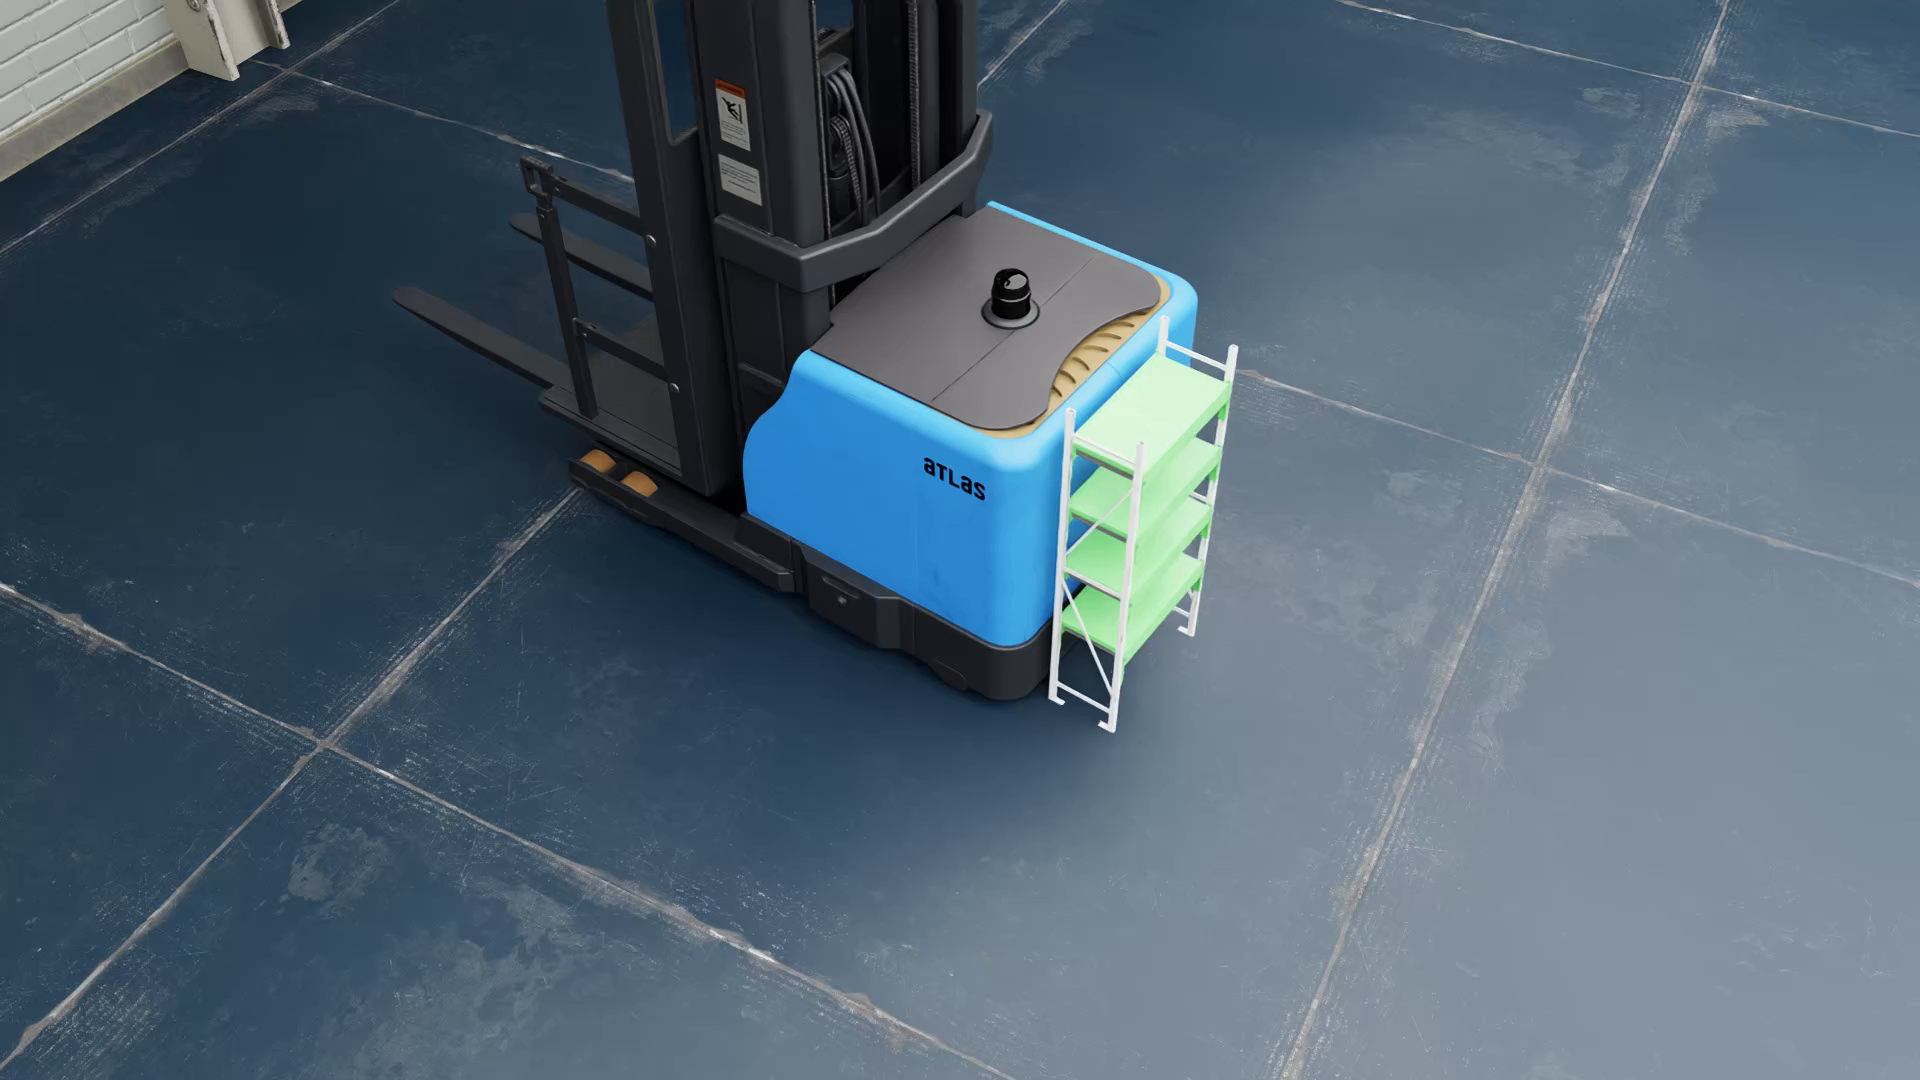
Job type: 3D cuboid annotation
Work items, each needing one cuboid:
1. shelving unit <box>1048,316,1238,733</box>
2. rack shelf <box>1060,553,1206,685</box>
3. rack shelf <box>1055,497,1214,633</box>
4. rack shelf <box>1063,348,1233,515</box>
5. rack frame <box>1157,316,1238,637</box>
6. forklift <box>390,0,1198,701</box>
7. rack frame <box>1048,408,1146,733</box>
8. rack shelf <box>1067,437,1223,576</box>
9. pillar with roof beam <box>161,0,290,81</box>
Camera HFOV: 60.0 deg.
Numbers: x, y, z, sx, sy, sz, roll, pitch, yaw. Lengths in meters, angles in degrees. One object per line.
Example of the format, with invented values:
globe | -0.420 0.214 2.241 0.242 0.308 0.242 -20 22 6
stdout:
shelving unit | 0.524 -0.016 4.923 0.258 1.200 0.503 27 51 24
rack shelf | 0.524 0.197 5.139 0.258 0.148 0.480 27 51 24
rack shelf | 0.524 0.028 4.968 0.258 0.148 0.480 27 51 24
rack shelf | 0.524 -0.309 4.626 0.258 0.148 0.480 27 51 24
rack frame | 0.666 -0.158 5.062 0.240 1.200 0.015 27 51 24
forklift | -0.760 -1.382 5.055 3.031 2.935 1.130 27 51 24
rack frame | 0.382 0.125 4.783 0.240 1.200 0.015 27 51 24
rack shelf | 0.524 -0.140 4.797 0.258 0.148 0.480 27 51 24
pillar with roof beam | 0.307 -4.097 3.473 9.100 9.000 0.400 20 49 19
